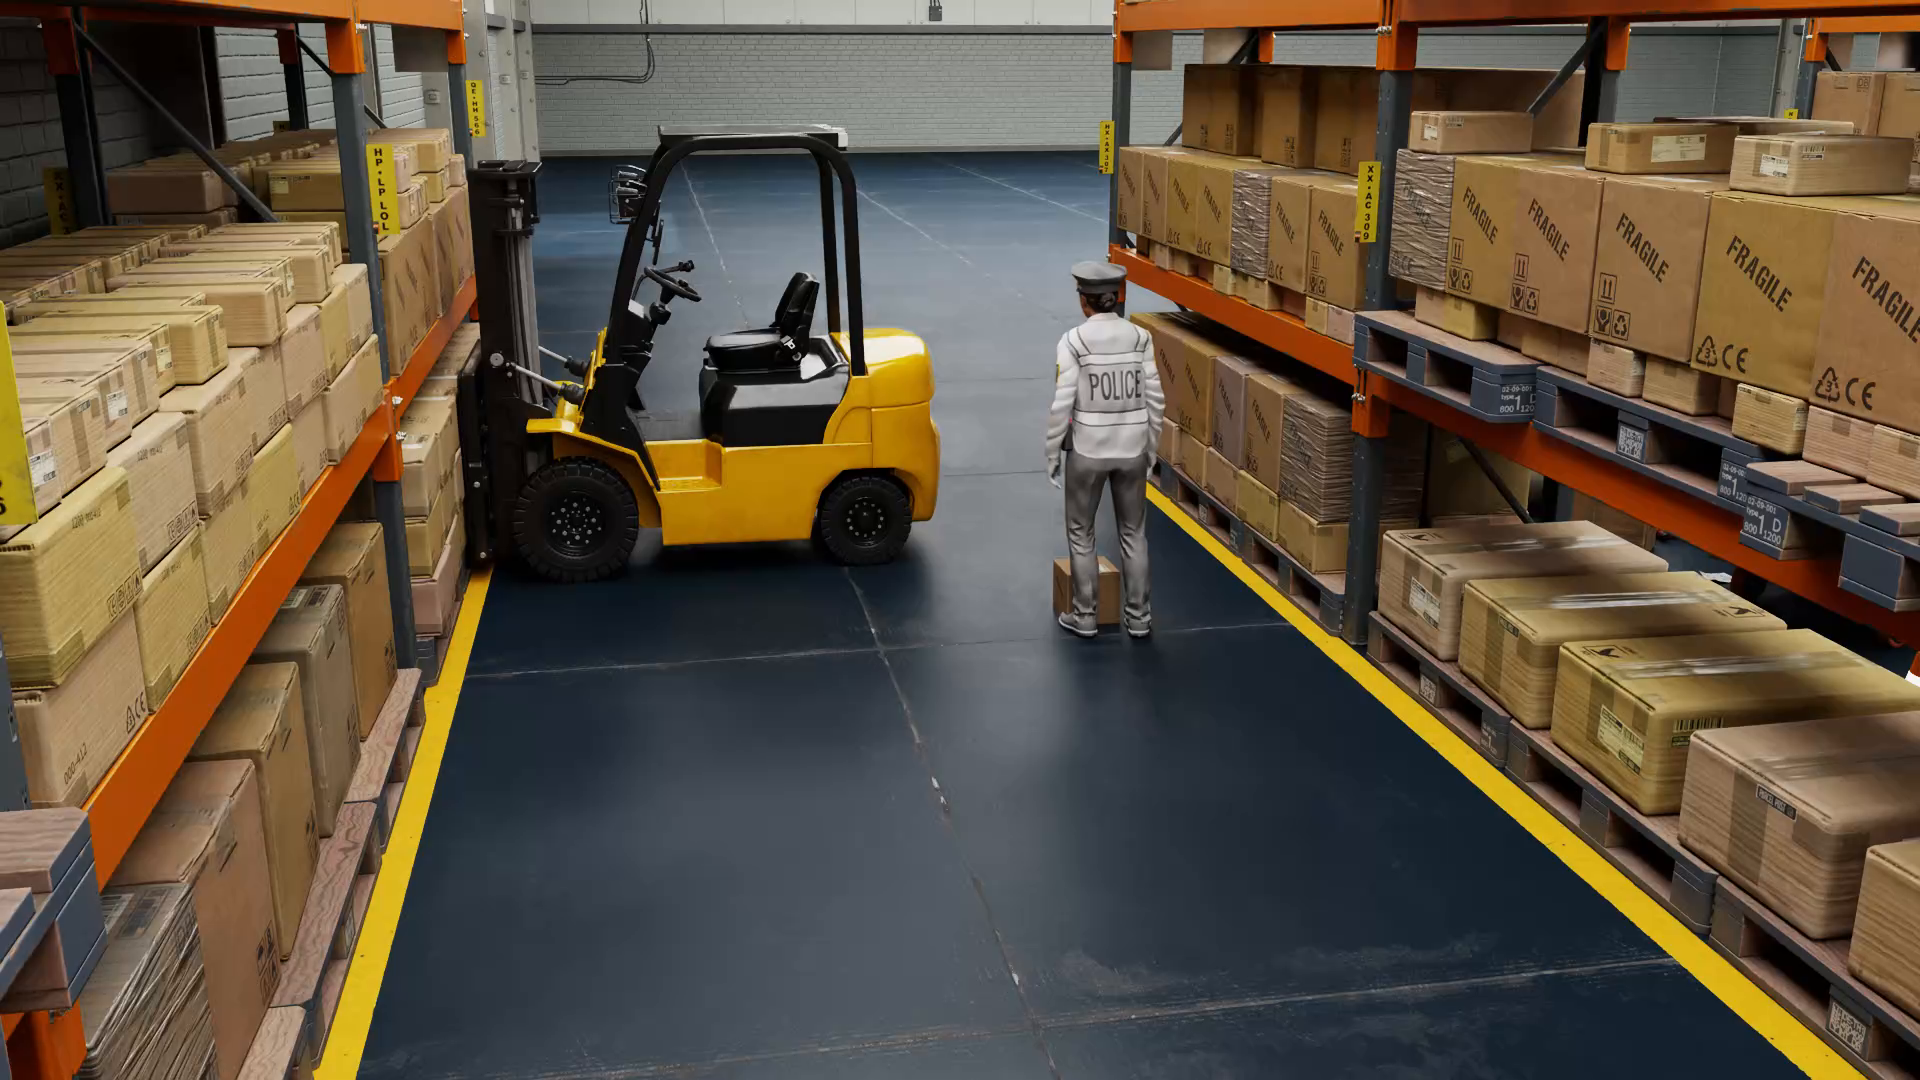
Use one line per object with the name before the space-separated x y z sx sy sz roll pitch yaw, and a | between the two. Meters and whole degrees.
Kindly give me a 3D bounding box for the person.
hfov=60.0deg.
person | 0.626 -0.373 7.310 0.544 1.654 0.415 -4 17 -14
